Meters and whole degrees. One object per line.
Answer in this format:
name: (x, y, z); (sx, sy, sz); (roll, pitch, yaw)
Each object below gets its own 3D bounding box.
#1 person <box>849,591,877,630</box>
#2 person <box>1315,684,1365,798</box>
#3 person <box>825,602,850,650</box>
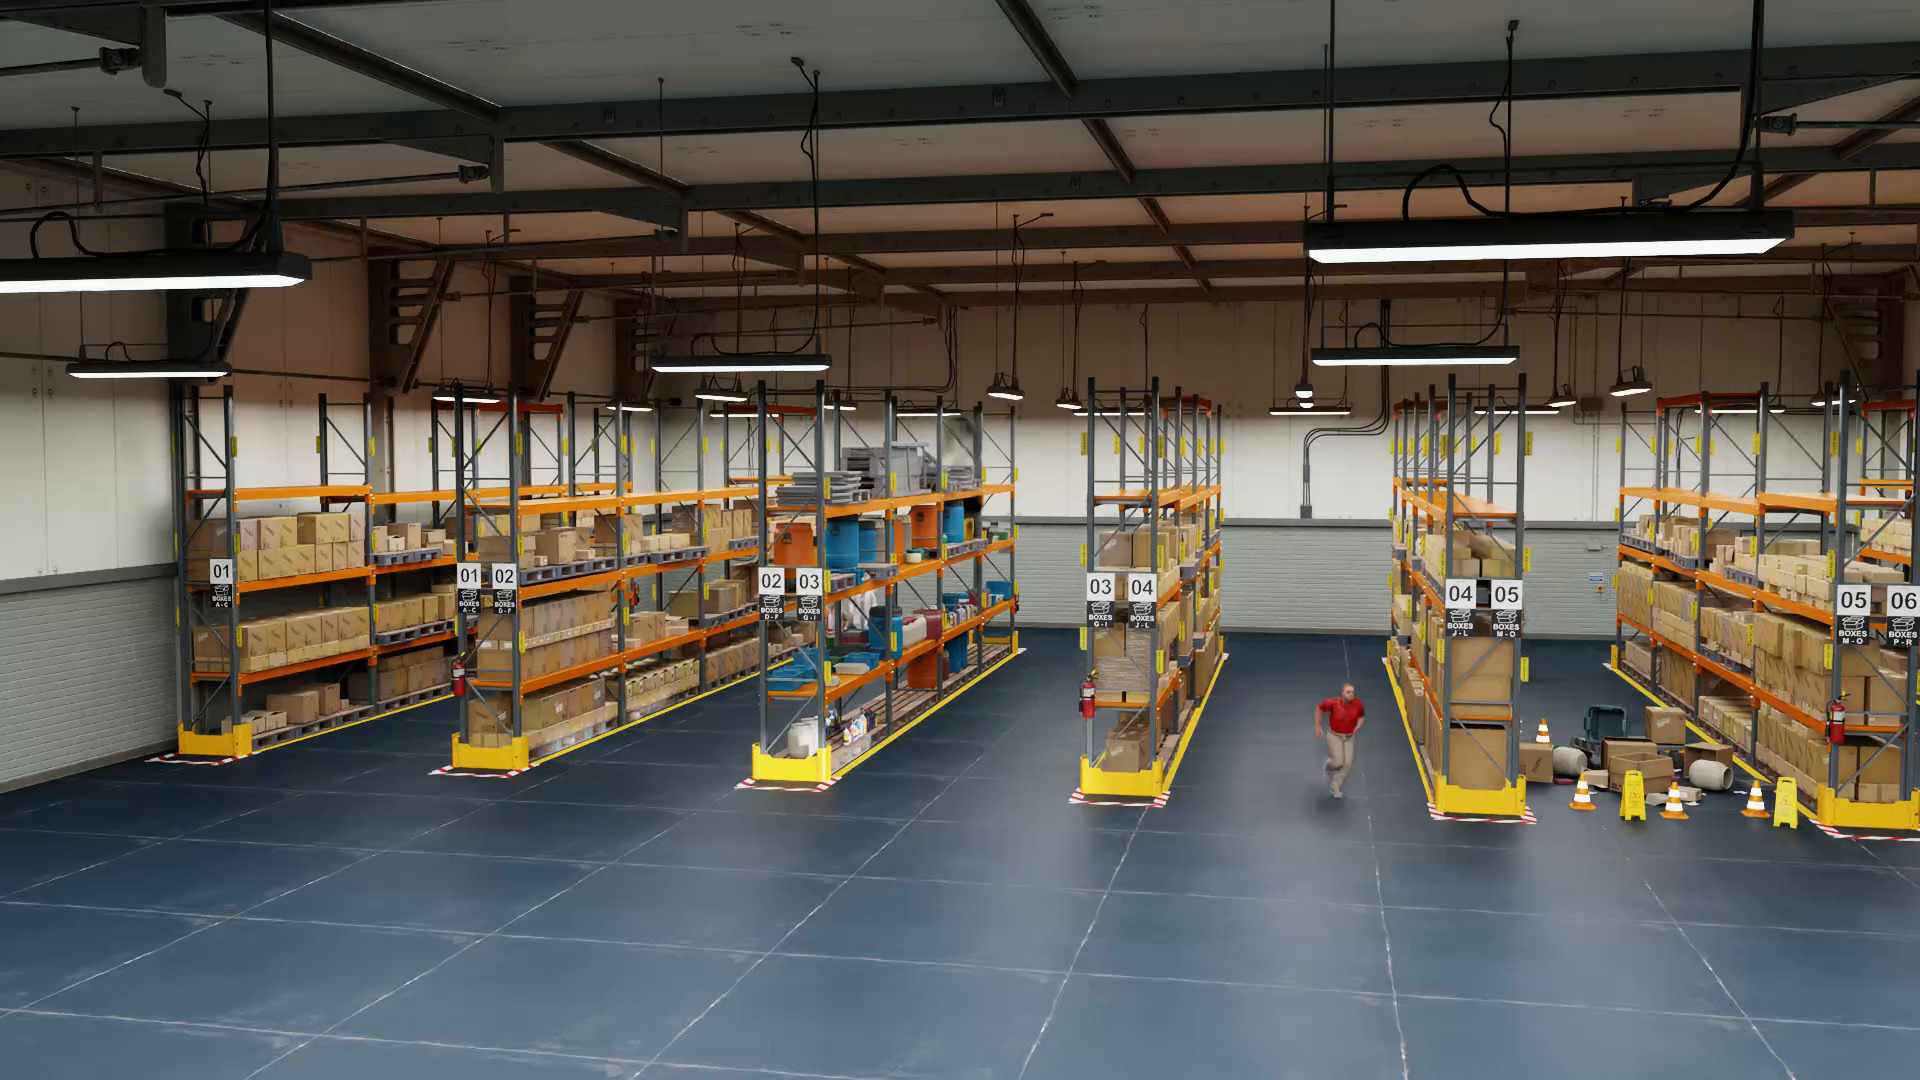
person: (-2.383, 1.872, 40.666); (0.699, 1.732, 0.668); (0, 3, 2)
person: (5.457, 2.860, 23.778); (0.652, 1.655, 0.749); (-1, 3, -14)
person: (-2.716, 2.113, 35.953); (0.657, 1.771, 0.863); (0, 3, -1)
